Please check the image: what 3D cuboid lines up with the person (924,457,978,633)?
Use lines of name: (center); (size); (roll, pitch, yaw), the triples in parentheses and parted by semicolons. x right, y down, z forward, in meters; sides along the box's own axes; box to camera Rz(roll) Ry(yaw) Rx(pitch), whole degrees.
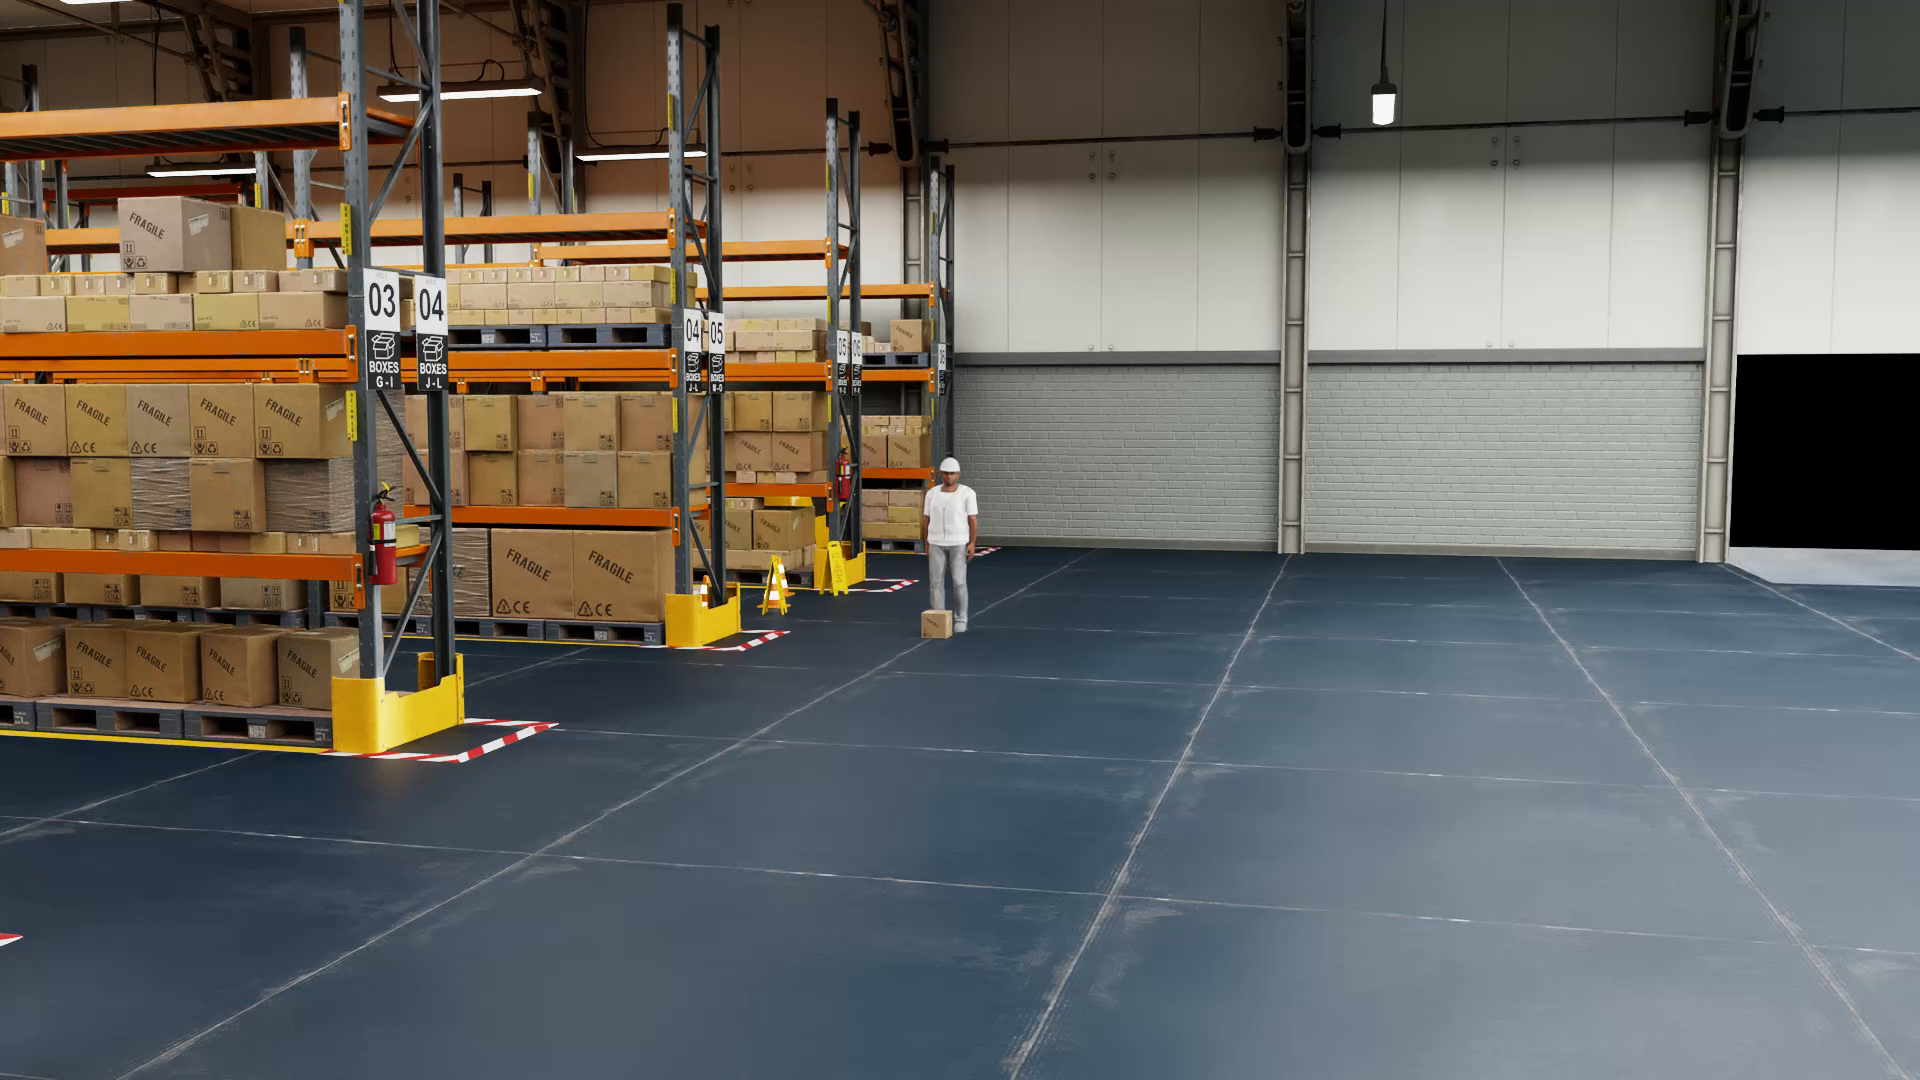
person: (-0.106, 0.051, 16.880); (0.564, 1.775, 0.366); (1, 5, 15)
